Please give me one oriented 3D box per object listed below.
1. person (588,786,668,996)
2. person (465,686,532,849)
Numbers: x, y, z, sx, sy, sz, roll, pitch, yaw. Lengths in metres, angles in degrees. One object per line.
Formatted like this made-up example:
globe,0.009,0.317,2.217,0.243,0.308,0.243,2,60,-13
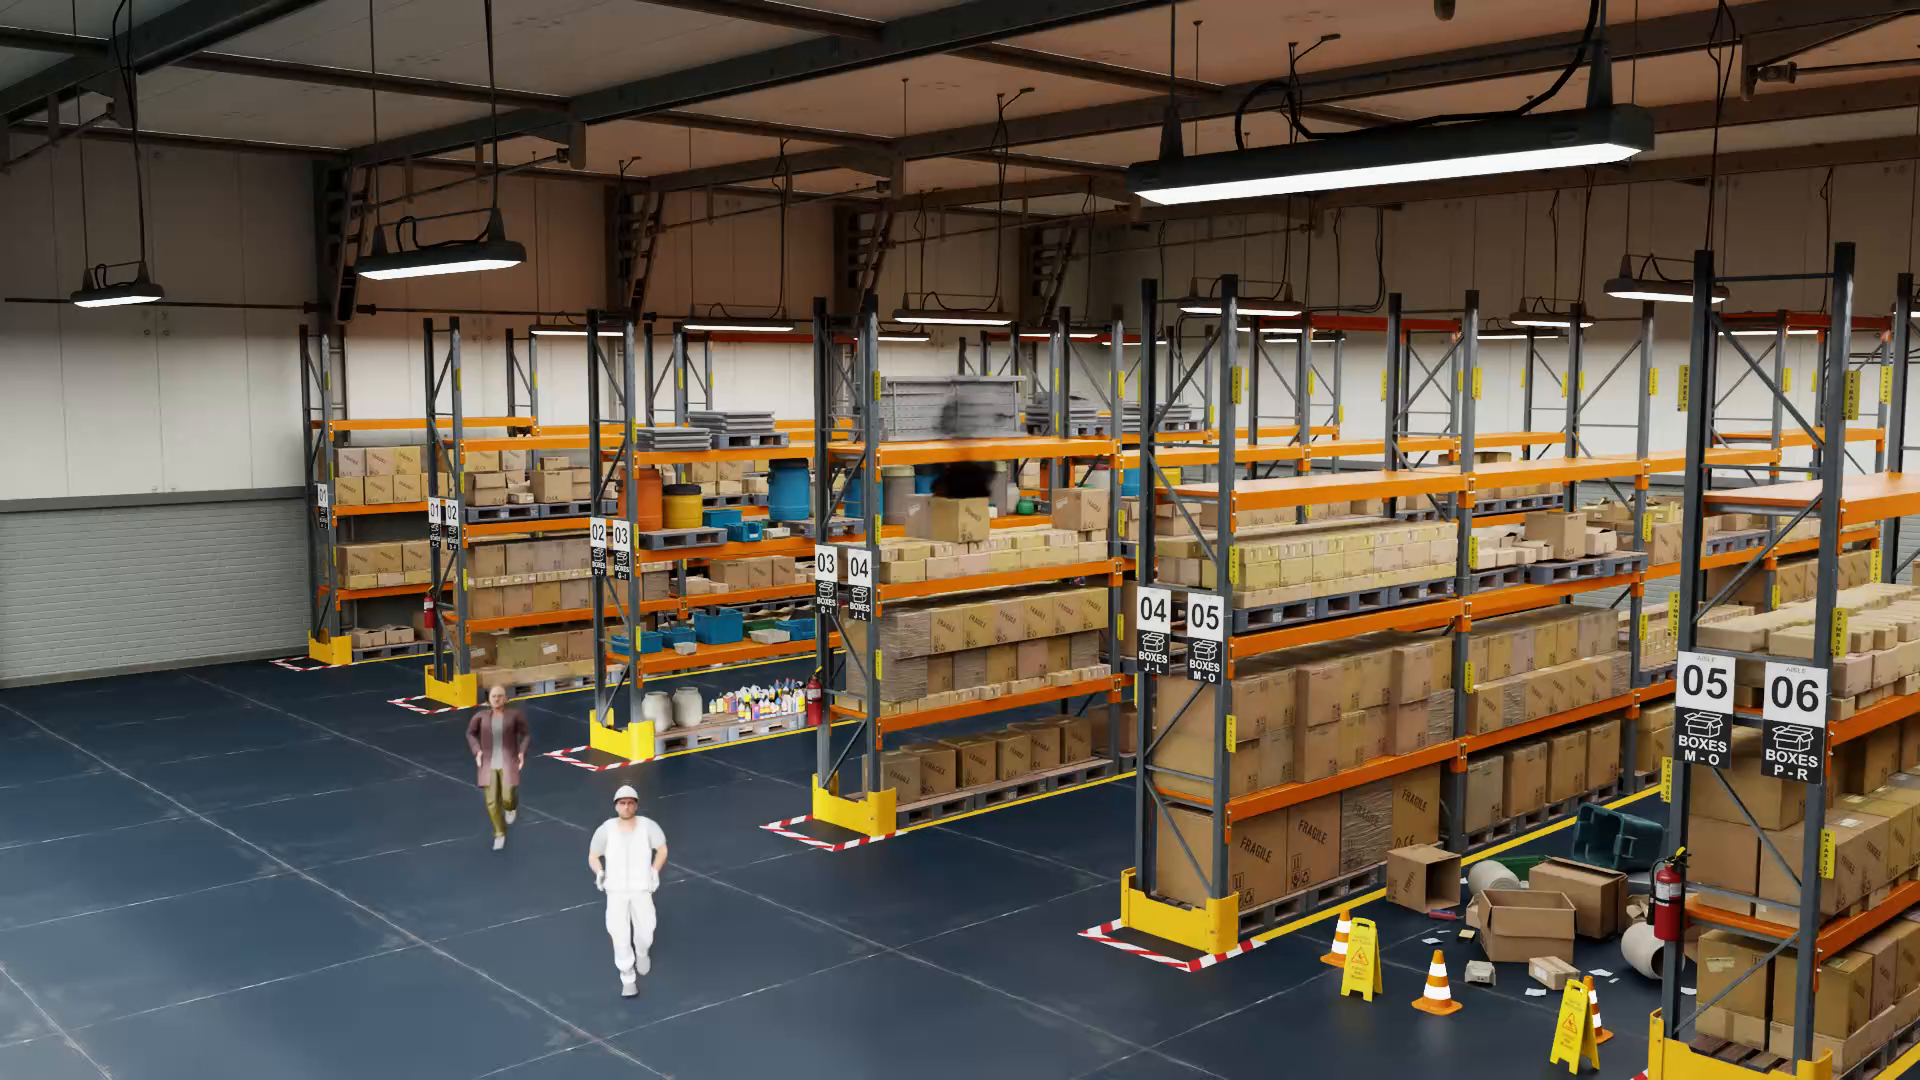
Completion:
person,-2.756,2.906,13.832,0.652,1.737,0.615,-1,6,-10
person,-5.071,2.468,18.282,0.712,1.744,0.712,-1,6,-9
